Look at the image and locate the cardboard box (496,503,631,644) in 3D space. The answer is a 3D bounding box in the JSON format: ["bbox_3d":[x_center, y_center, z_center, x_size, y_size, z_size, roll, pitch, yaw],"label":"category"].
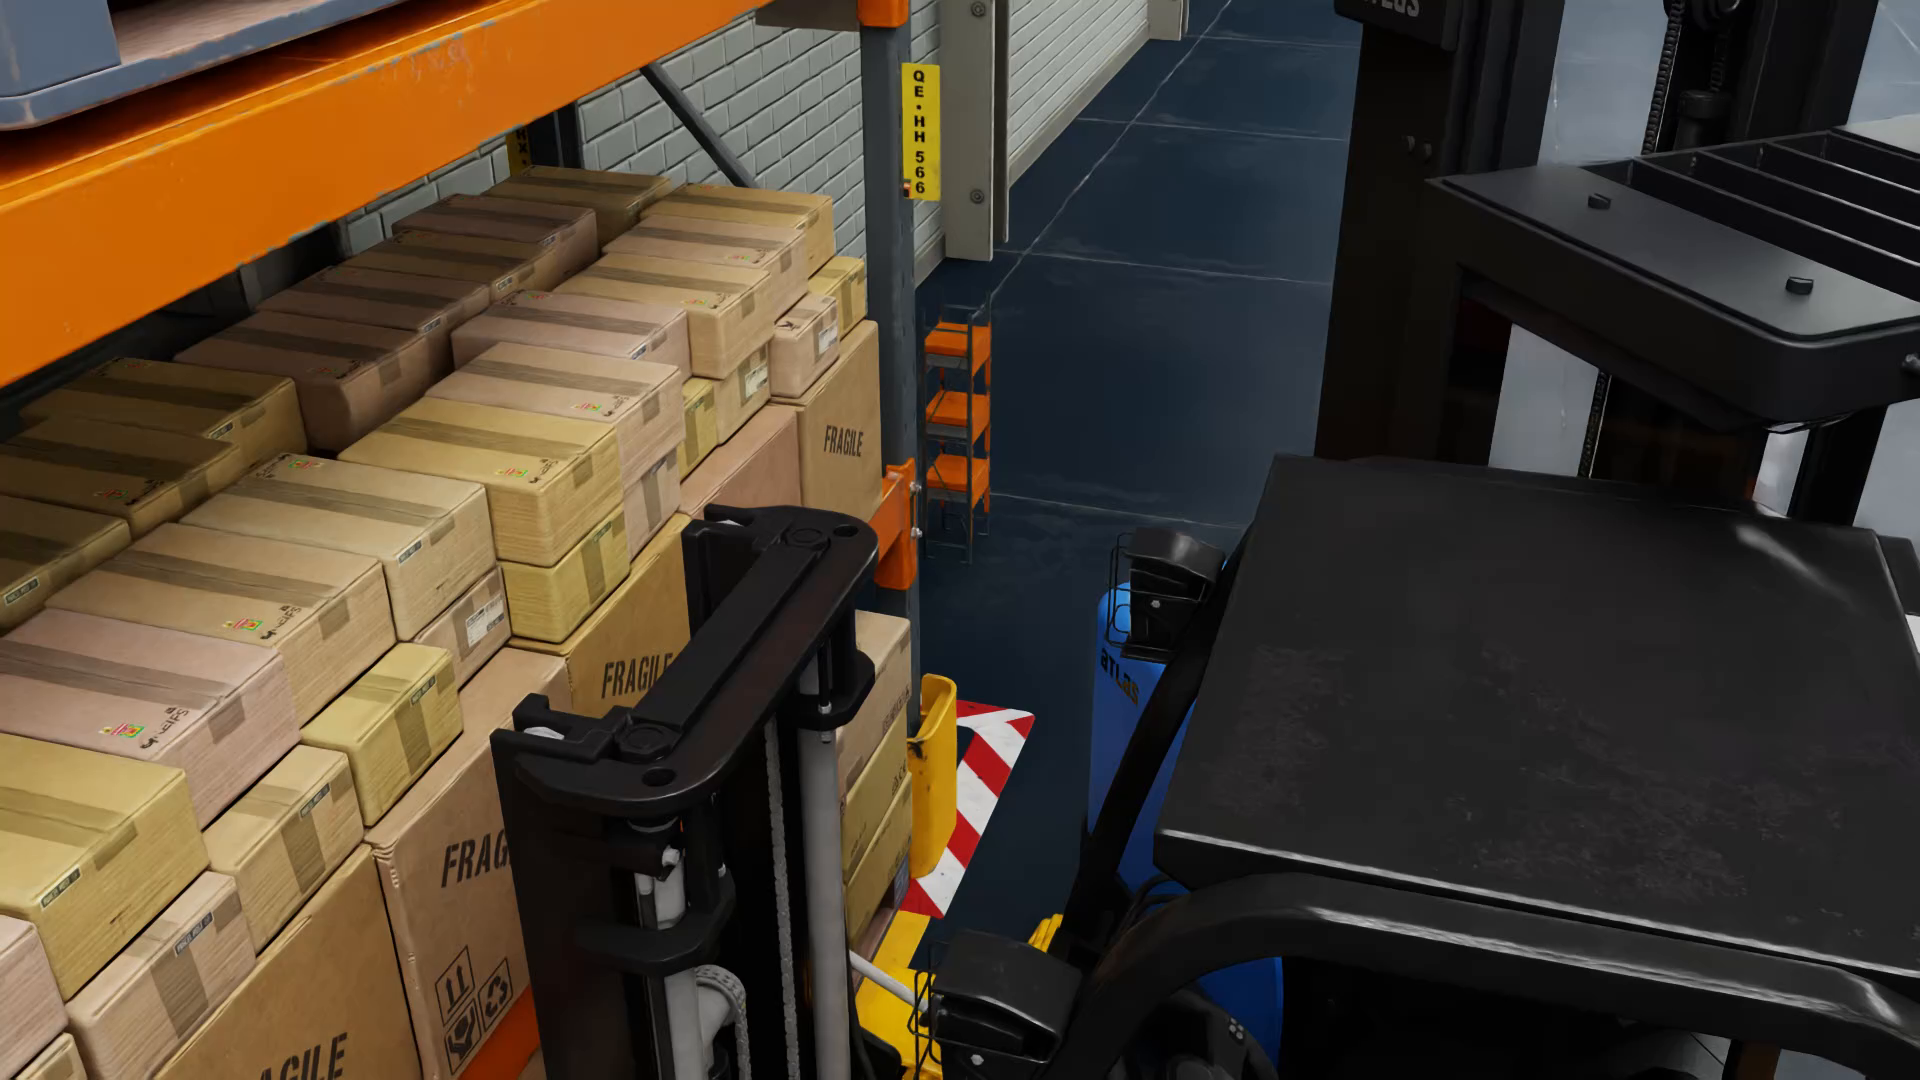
[{"bbox_3d":[-0.797,0.025,2.850,0.380,0.149,0.250,9,30,15],"label":"cardboard box"}]

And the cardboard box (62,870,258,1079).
[{"bbox_3d":[-1.093,0.501,1.994,0.380,0.149,0.250,8,30,14],"label":"cardboard box"}]

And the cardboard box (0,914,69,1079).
[{"bbox_3d":[-1.177,0.488,1.711,0.380,0.149,0.250,9,30,16],"label":"cardboard box"}]

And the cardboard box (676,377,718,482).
[{"bbox_3d":[-0.709,-0.226,3.301,0.380,0.149,0.250,8,30,15],"label":"cardboard box"}]

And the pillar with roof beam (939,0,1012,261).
[{"bbox_3d":[4.200,-5.049,6.570,9.100,9.000,0.400,8,30,15],"label":"pillar with roof beam"}]

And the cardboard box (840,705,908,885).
[{"bbox_3d":[-0.454,0.622,4.429,0.500,0.250,0.500,8,30,14],"label":"cardboard box"}]

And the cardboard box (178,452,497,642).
[{"bbox_3d":[-0.959,0.004,2.581,0.380,0.149,0.250,9,30,16],"label":"cardboard box"}]

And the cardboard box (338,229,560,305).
[{"bbox_3d":[-1.086,-0.539,3.557,0.380,0.149,0.250,9,30,16],"label":"cardboard box"}]

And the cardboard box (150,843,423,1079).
[{"bbox_3d":[-1.120,0.718,2.272,0.500,0.500,0.500,8,30,14],"label":"cardboard box"}]

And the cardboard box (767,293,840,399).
[{"bbox_3d":[-0.491,-0.452,3.707,0.380,0.149,0.250,9,30,16],"label":"cardboard box"}]

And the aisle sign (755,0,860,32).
[{"bbox_3d":[-0.310,-1.573,3.819,0.394,0.787,0.004,8,30,15],"label":"aisle sign"}]

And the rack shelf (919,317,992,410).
[{"bbox_3d":[-0.016,-0.673,6.317,0.215,0.259,0.240,8,30,15],"label":"rack shelf"}]

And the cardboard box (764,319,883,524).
[{"bbox_3d":[-0.504,-0.226,3.968,0.500,0.500,0.500,8,30,14],"label":"cardboard box"}]

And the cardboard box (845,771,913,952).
[{"bbox_3d":[-0.446,0.833,4.564,0.500,0.250,0.500,9,30,15],"label":"cardboard box"}]

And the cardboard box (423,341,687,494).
[{"bbox_3d":[-0.722,-0.223,2.989,0.380,0.149,0.250,9,30,16],"label":"cardboard box"}]

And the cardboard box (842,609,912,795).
[{"bbox_3d":[-0.447,0.391,4.330,0.500,0.250,0.500,10,30,17],"label":"cardboard box"}]

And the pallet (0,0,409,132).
[{"bbox_3d":[-1.199,-0.827,2.157,1.003,0.211,1.213,8,30,15],"label":"pallet"}]

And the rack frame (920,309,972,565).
[{"bbox_3d":[-0.051,-0.377,6.348,0.200,1.050,0.008,8,30,15],"label":"rack frame"}]

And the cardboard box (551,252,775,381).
[{"bbox_3d":[-0.607,-0.465,3.424,0.380,0.149,0.250,9,30,16],"label":"cardboard box"}]

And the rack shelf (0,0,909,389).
[{"bbox_3d":[-1.197,-0.516,2.246,1.077,0.370,4.000,8,30,15],"label":"rack shelf"}]

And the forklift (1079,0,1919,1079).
[{"bbox_3d":[1.362,0.355,3.097,1.130,2.935,3.031,-11,31,-19],"label":"forklift"}]

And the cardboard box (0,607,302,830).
[{"bbox_3d":[-1.105,0.237,2.162,0.380,0.149,0.250,8,30,15],"label":"cardboard box"}]

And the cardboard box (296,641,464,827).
[{"bbox_3d":[-0.966,0.257,2.433,0.380,0.149,0.250,8,30,14],"label":"cardboard box"}]

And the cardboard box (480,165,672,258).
[{"bbox_3d":[-0.913,-0.780,3.991,0.380,0.149,0.250,8,30,14],"label":"cardboard box"}]

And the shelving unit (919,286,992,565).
[{"bbox_3d":[-0.016,-0.434,6.450,0.215,1.050,0.252,8,30,15],"label":"shelving unit"}]

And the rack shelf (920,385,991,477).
[{"bbox_3d":[-0.016,-0.425,6.455,0.215,0.259,0.240,8,30,15],"label":"rack shelf"}]

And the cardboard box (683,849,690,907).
[{"bbox_3d":[-0.730,0.865,3.478,0.500,0.250,0.500,9,30,16],"label":"cardboard box"}]

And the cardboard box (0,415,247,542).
[{"bbox_3d":[-1.394,-0.066,2.706,0.380,0.149,0.250,9,30,15],"label":"cardboard box"}]

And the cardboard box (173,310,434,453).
[{"bbox_3d":[-1.226,-0.300,3.127,0.380,0.149,0.250,9,30,16],"label":"cardboard box"}]

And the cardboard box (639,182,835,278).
[{"bbox_3d":[-0.514,-0.709,3.864,0.380,0.149,0.250,9,30,15],"label":"cardboard box"}]

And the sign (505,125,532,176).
[{"bbox_3d":[-1.139,-0.944,4.389,0.100,0.325,0.005,8,30,15],"label":"sign"}]

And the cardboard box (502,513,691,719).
[{"bbox_3d":[-0.815,0.252,3.109,0.500,0.500,0.500,8,30,14],"label":"cardboard box"}]

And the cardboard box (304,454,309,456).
[{"bbox_3d":[-1.403,-0.068,3.016,0.380,0.149,0.250,10,30,17],"label":"cardboard box"}]

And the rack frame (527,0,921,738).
[{"bbox_3d":[-0.610,-0.449,4.471,1.000,3.000,0.127,8,30,15],"label":"rack frame"}]
